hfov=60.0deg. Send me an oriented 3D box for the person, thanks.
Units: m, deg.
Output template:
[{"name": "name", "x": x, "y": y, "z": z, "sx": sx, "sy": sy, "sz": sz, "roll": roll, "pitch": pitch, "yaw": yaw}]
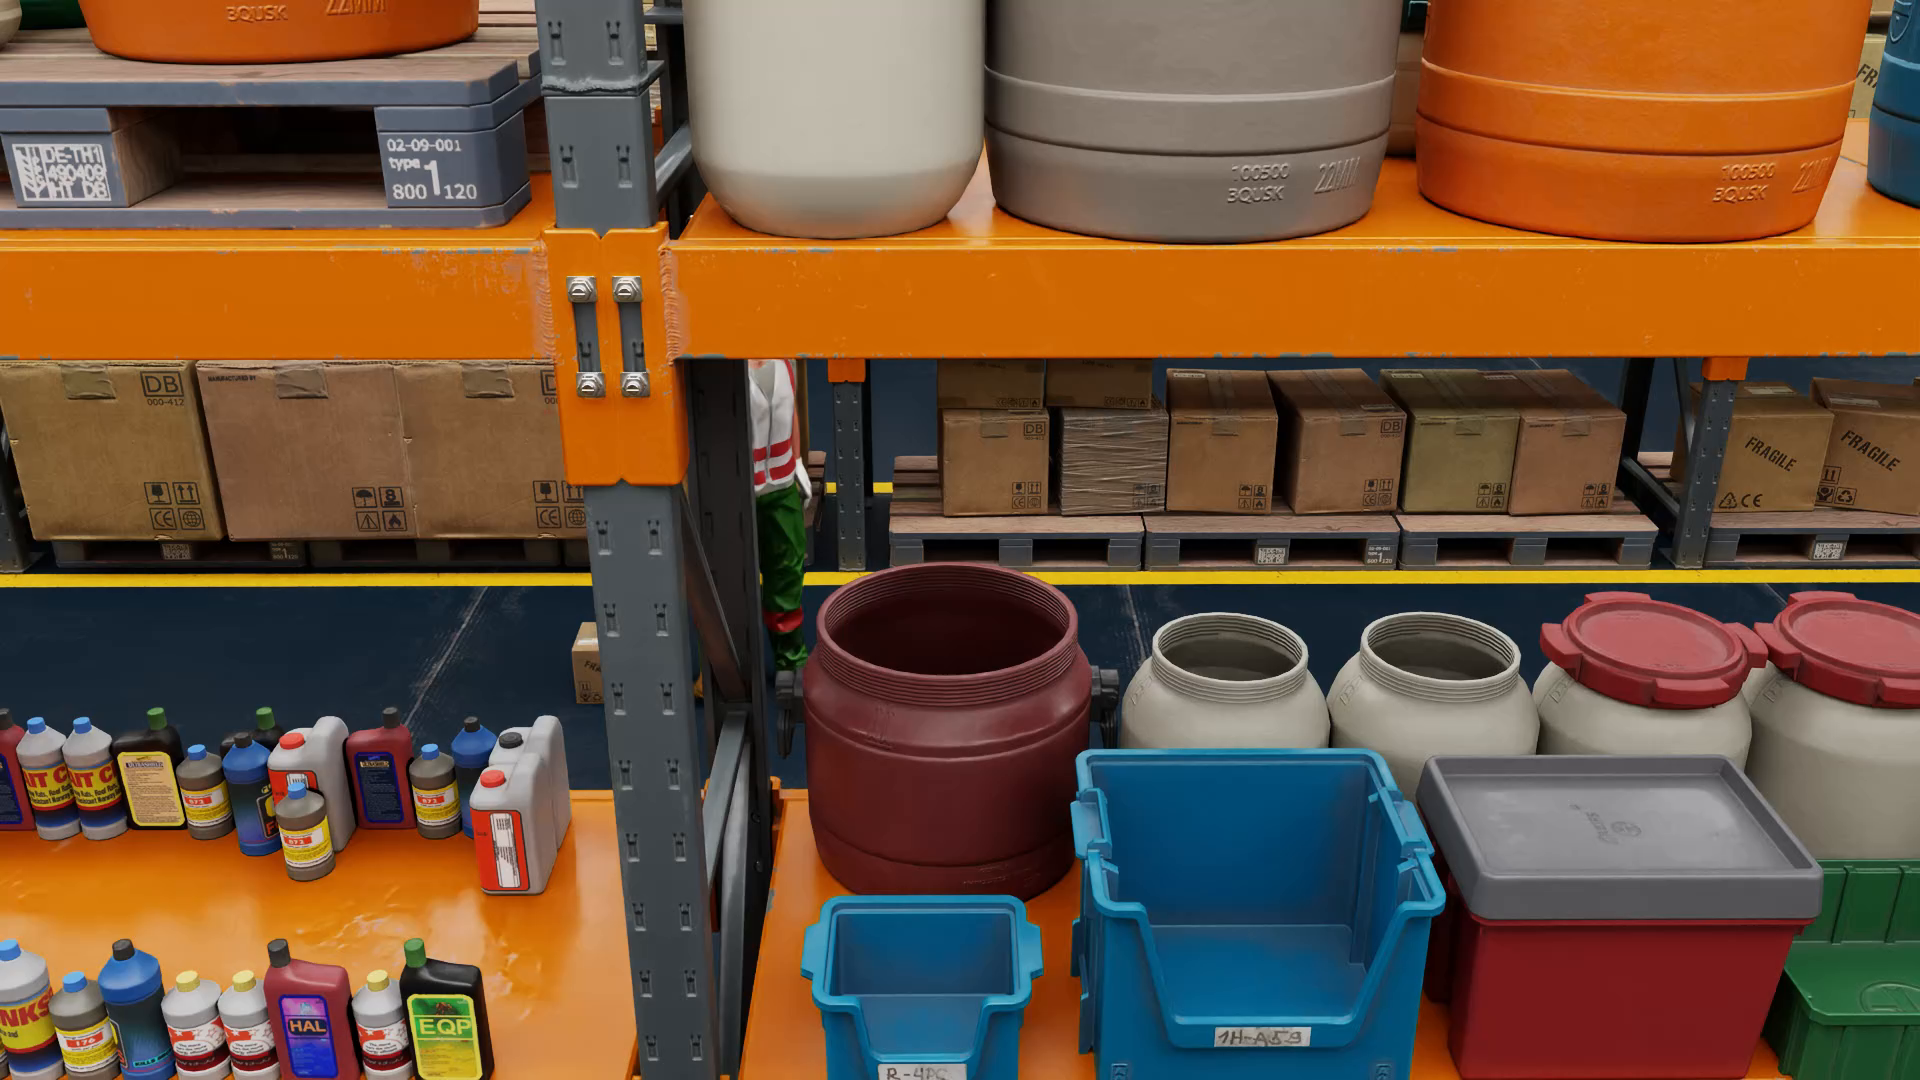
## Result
[{"name": "person", "x": -0.807, "y": -0.205, "z": 6.505, "sx": 0.564, "sy": 1.792, "sz": 0.531, "roll": -20, "pitch": 31, "yaw": -37}]
